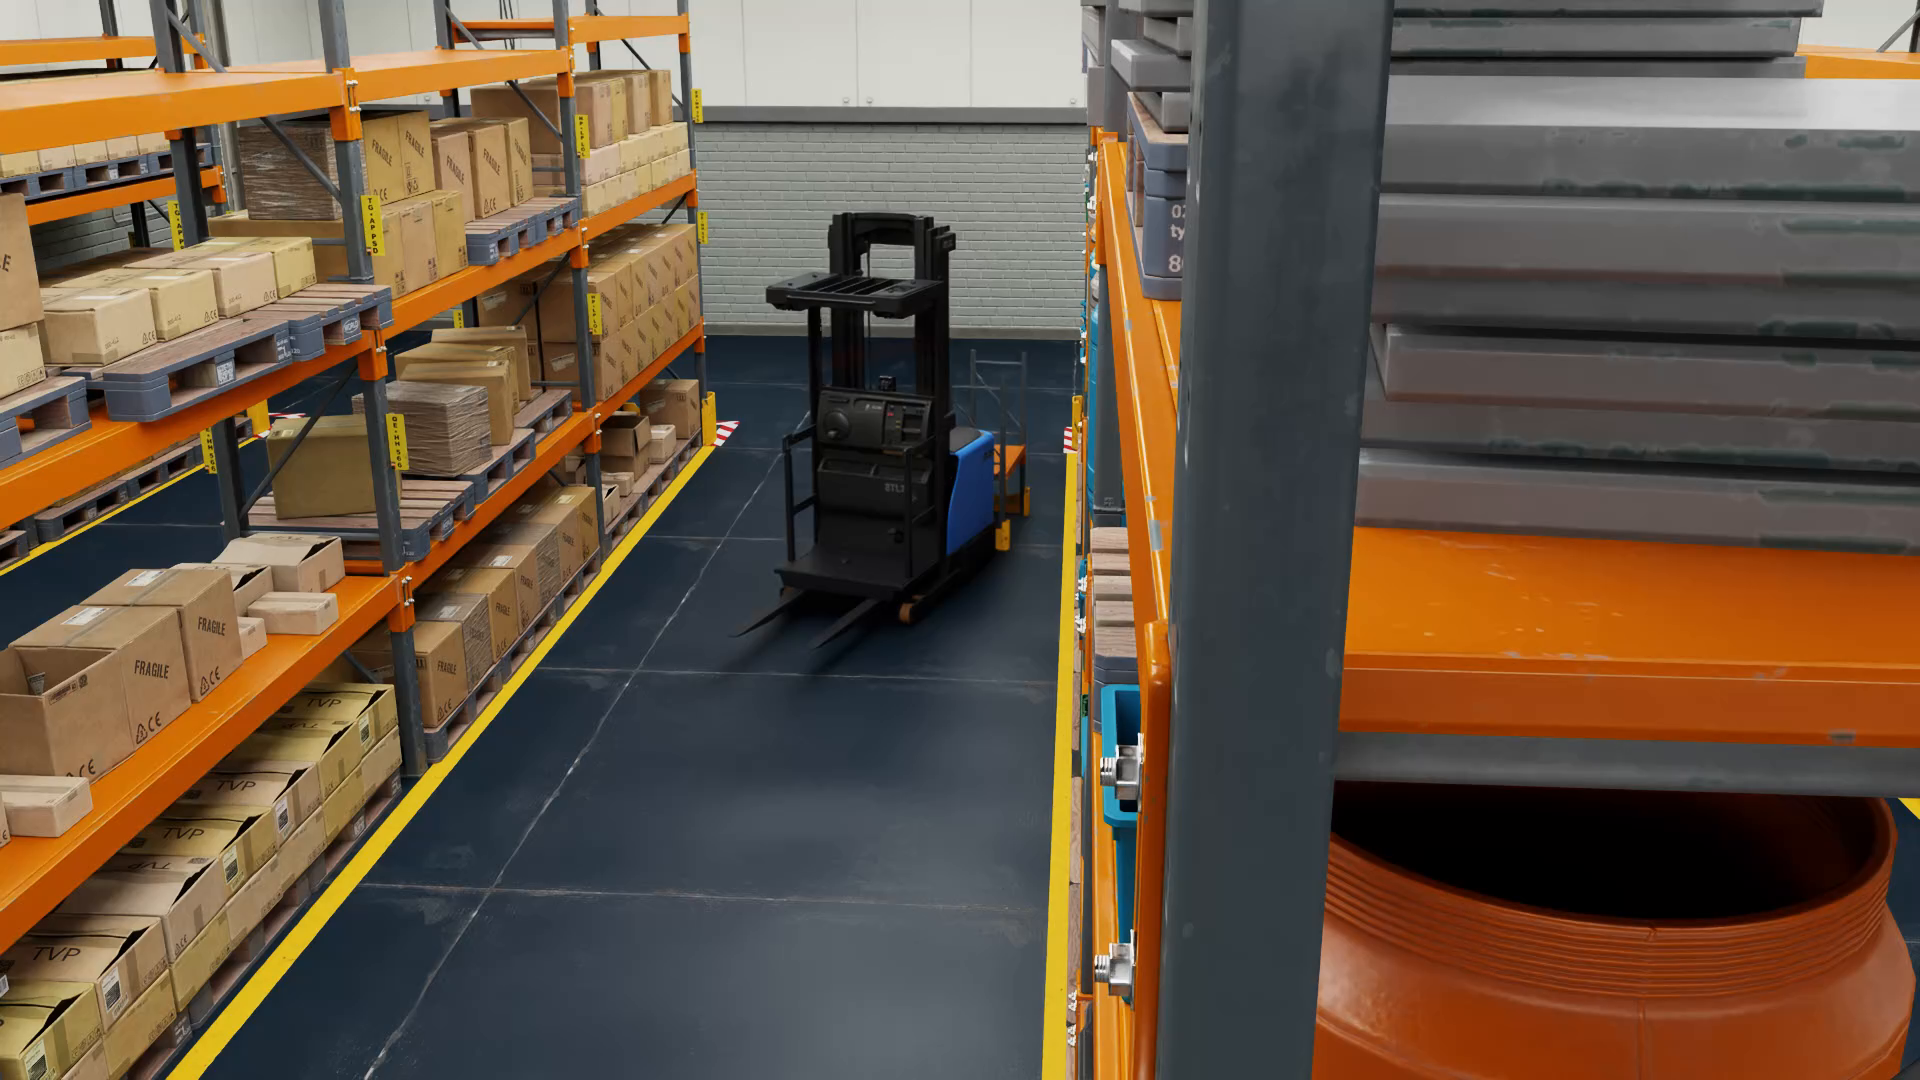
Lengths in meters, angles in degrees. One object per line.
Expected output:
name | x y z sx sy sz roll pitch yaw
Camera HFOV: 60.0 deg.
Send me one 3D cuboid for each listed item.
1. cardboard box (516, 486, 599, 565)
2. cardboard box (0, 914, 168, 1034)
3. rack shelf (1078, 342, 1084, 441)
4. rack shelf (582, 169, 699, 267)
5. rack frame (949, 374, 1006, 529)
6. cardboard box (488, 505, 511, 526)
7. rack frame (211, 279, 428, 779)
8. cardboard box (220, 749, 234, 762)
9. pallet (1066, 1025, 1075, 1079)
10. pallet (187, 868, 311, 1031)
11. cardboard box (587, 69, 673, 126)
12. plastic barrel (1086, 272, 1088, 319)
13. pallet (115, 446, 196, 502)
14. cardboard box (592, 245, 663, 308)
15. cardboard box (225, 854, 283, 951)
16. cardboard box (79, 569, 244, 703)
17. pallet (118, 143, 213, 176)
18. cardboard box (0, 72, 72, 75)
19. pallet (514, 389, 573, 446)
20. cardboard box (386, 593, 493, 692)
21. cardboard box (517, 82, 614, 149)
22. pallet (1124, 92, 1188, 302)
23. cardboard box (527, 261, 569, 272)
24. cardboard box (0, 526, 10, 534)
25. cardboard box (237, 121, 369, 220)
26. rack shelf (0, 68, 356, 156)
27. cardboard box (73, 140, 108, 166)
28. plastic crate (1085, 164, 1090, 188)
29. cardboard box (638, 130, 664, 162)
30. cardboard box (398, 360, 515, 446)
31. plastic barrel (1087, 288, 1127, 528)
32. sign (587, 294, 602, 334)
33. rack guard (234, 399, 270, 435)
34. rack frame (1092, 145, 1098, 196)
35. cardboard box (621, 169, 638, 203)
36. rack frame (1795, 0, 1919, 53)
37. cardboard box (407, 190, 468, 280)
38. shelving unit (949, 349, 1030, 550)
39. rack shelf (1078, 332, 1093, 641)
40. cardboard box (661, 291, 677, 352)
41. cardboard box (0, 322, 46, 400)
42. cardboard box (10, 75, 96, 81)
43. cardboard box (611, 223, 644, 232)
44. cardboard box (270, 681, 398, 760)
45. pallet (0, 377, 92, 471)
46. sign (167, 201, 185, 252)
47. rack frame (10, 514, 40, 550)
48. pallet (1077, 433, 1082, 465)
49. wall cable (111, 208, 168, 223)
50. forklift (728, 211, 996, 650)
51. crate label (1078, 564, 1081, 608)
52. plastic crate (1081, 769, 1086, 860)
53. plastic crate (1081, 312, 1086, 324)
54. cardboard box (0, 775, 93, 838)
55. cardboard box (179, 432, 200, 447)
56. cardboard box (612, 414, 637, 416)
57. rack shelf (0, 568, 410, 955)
cardboard box | -3.210 -0.120 13.279 0.500 0.500 0.500 1 18 4
cardboard box | -3.715 1.789 6.988 0.500 0.311 0.500 1 18 3
rack shelf | 1.623 -1.426 15.113 1.077 0.370 4.000 1 18 4
rack shelf | -3.317 -2.963 14.987 1.077 0.370 4.000 1 18 4
rack frame | 0.135 -0.651 14.002 0.500 1.500 0.032 4 19 11
cardboard box | -3.765 0.031 12.818 0.500 0.500 0.500 2 18 5
rack frame | -3.747 -0.016 9.655 1.000 3.000 0.127 1 18 4
cardboard box | -4.107 1.144 8.955 0.500 0.311 0.500 1 18 3
pallet | 0.924 2.418 6.703 1.003 0.211 1.213 1 18 4
pallet | -3.935 1.942 8.158 1.003 0.211 1.213 1 18 4
cardboard box | -3.194 -4.289 16.111 0.700 0.500 0.500 1 18 4
plastic barrel | 0.865 -1.293 8.556 0.421 0.512 0.421 0 18 0
pallet | -8.184 -0.657 16.089 1.003 0.211 1.213 1 18 4
cardboard box | -3.036 -2.401 15.168 0.500 0.500 0.500 2 18 6
cardboard box | -3.648 1.736 8.049 0.500 0.250 0.500 2 18 5
cardboard box | -3.851 0.458 8.048 0.500 0.500 0.500 0 18 1
pallet | -8.158 -3.763 16.414 1.003 0.211 1.213 1 18 4
cardboard box | -8.489 -4.026 15.276 0.500 0.500 0.500 1 18 4
pallet | -3.627 -0.921 12.726 1.003 0.211 1.213 1 18 4
cardboard box | -3.398 0.665 10.884 0.500 0.500 0.500 1 18 2
cardboard box | -3.286 -3.510 13.735 0.700 0.500 0.500 1 18 4
pallet | 0.790 -0.596 2.737 1.003 0.211 1.213 1 18 4
cardboard box | -3.648 -2.103 14.257 0.500 0.500 0.500 1 18 3
cardboard box | -8.319 -0.341 13.424 0.750 0.750 0.750 1 18 5
cardboard box | -3.710 -2.099 9.429 0.500 0.500 0.500 1 18 4
rack shelf | -3.891 -1.714 6.999 1.077 0.370 4.000 1 18 4
cardboard box | -8.009 -3.495 14.861 0.500 0.250 0.500 1 18 2
plastic crate | 1.300 -3.077 14.368 0.437 0.282 0.530 1 18 4
cardboard box | -3.031 -3.617 15.264 0.500 0.250 0.500 1 18 4
cardboard box | -3.526 -0.955 11.686 0.700 0.500 0.500 -3 18 -10
plastic barrel | 0.726 -0.488 5.474 0.600 0.901 0.708 1 18 4
sign | -2.907 -1.797 13.231 0.100 0.325 0.005 1 18 4
rack guard | -8.113 -1.430 17.983 1.175 0.500 0.348 1 18 4
rack frame | 1.193 -2.755 8.380 1.000 3.000 0.127 1 18 4
cardboard box | -3.102 -3.068 14.394 0.500 0.250 0.500 1 18 4
rack frame | 6.420 -3.887 11.833 1.000 3.000 0.127 1 18 4
cardboard box | -3.676 -1.945 10.564 0.910 0.500 0.500 1 18 4
shelving unit | 0.240 -0.809 14.484 0.587 1.500 1.083 4 19 11
rack shelf | 1.050 -0.367 7.063 1.077 0.370 4.000 1 18 4
cardboard box | -3.009 -2.087 15.814 0.500 0.500 0.500 1 18 4
cardboard box | -3.944 -0.689 6.458 0.500 0.250 0.500 0 18 -1
cardboard box | -8.010 -3.854 14.751 0.500 0.500 0.500 1 18 4
cardboard box | -3.469 -2.891 16.663 0.500 0.500 0.500 2 18 6
cardboard box | -3.539 0.993 9.417 0.500 0.311 0.500 2 18 5
pallet | -3.984 -0.382 6.263 0.805 0.209 1.217 1 18 2
sign | -4.288 -1.700 9.146 0.100 0.325 0.005 1 18 4
rack frame | -8.402 -1.368 13.780 1.000 3.000 0.127 1 18 4
pallet | 1.669 -0.809 16.552 1.003 0.211 1.213 1 18 4
wall cable | -8.967 -3.512 18.691 0.084 1.984 1.851 1 18 4
forklift | -0.737 -0.907 12.485 1.130 2.935 3.031 7 20 21
crate label | 0.789 0.298 8.966 0.303 0.233 0.416 1 18 4
plastic crate | 0.636 1.150 5.992 0.402 0.464 0.583 1 18 4
plastic crate | 1.373 -2.064 16.078 0.416 0.233 0.300 1 18 4
cardboard box | -3.767 1.075 6.728 0.380 0.149 0.250 1 18 4
cardboard box | -8.101 -1.247 16.751 0.700 0.500 0.500 1 18 4
cardboard box | -3.532 -1.085 16.627 0.500 0.250 0.500 1 18 4
rack shelf | -3.891 0.947 7.871 1.077 0.370 4.000 1 18 4
